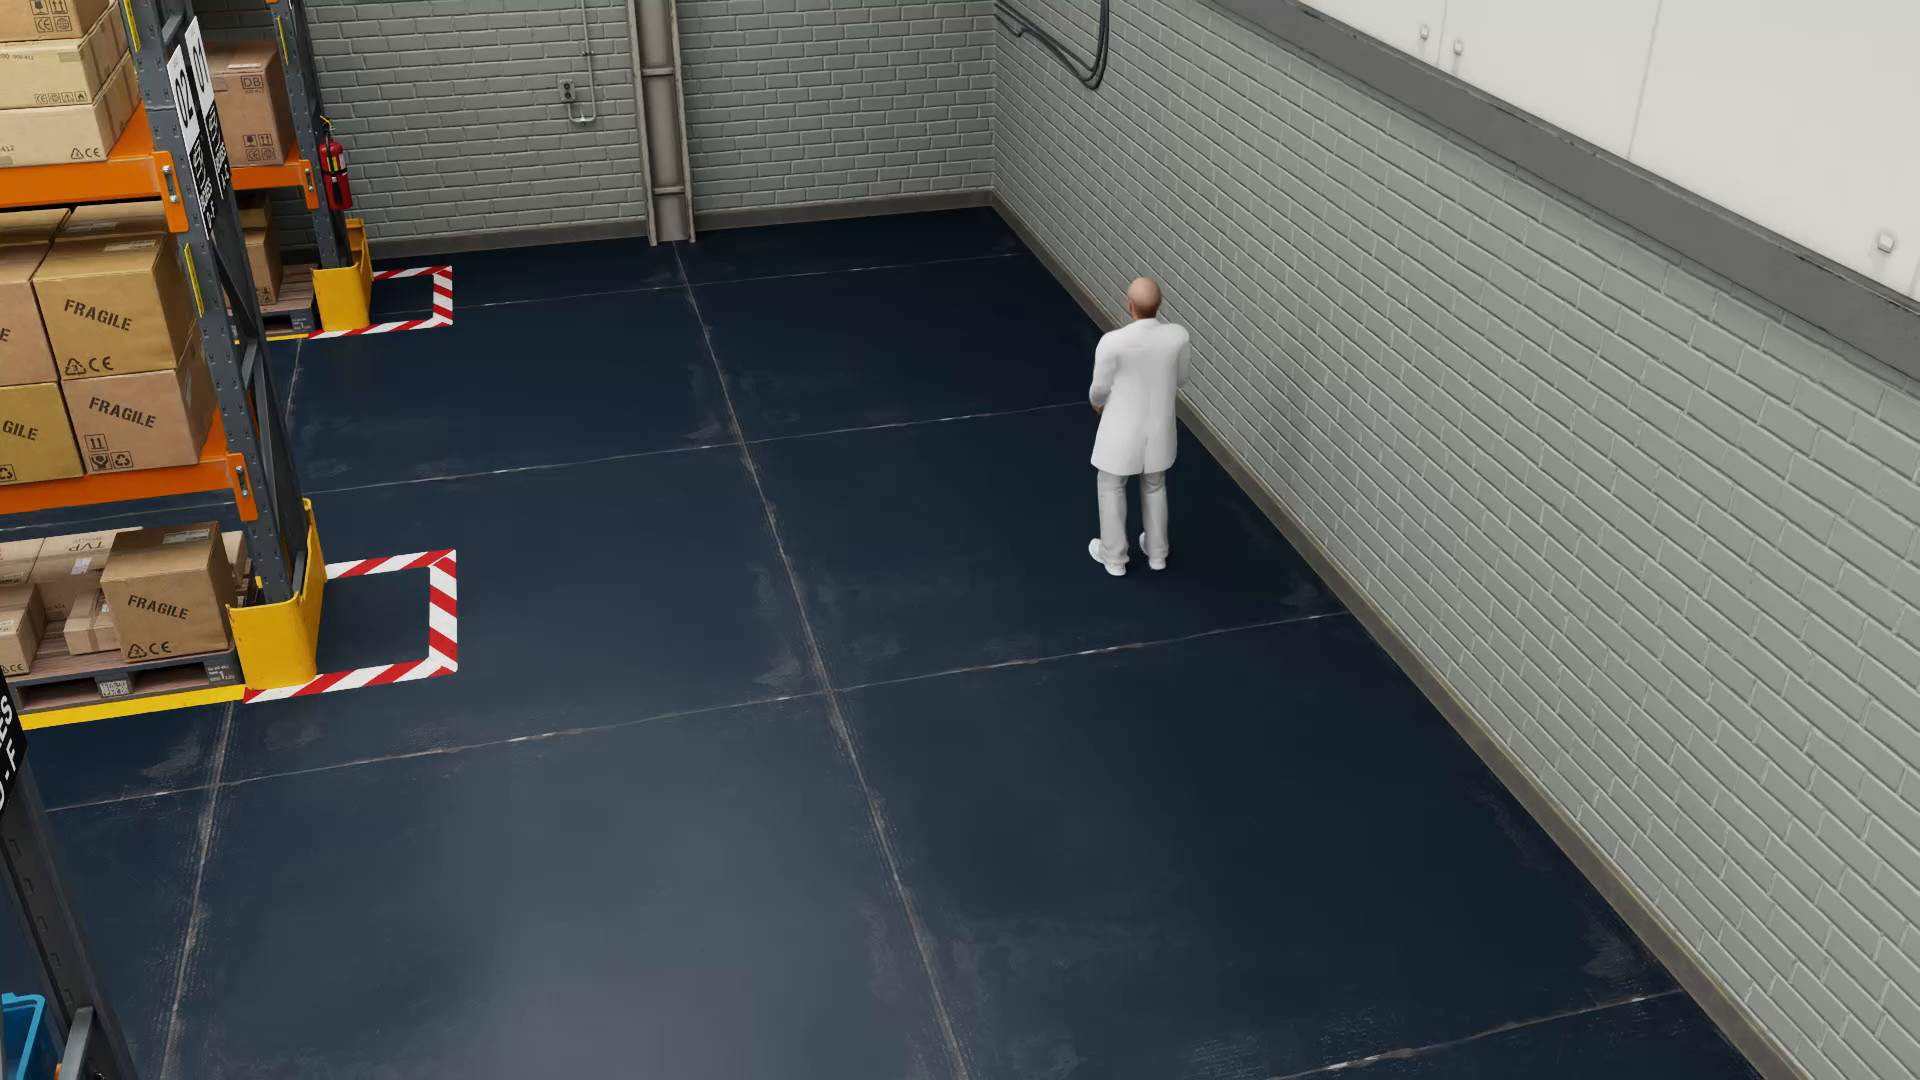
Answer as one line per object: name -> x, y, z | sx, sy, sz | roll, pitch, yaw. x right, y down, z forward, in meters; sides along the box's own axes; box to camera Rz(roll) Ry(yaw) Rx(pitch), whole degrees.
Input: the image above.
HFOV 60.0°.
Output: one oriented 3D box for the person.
person -> 0.972, -0.679, 9.434 | 0.563, 1.782, 0.502 | -8, 31, -14
